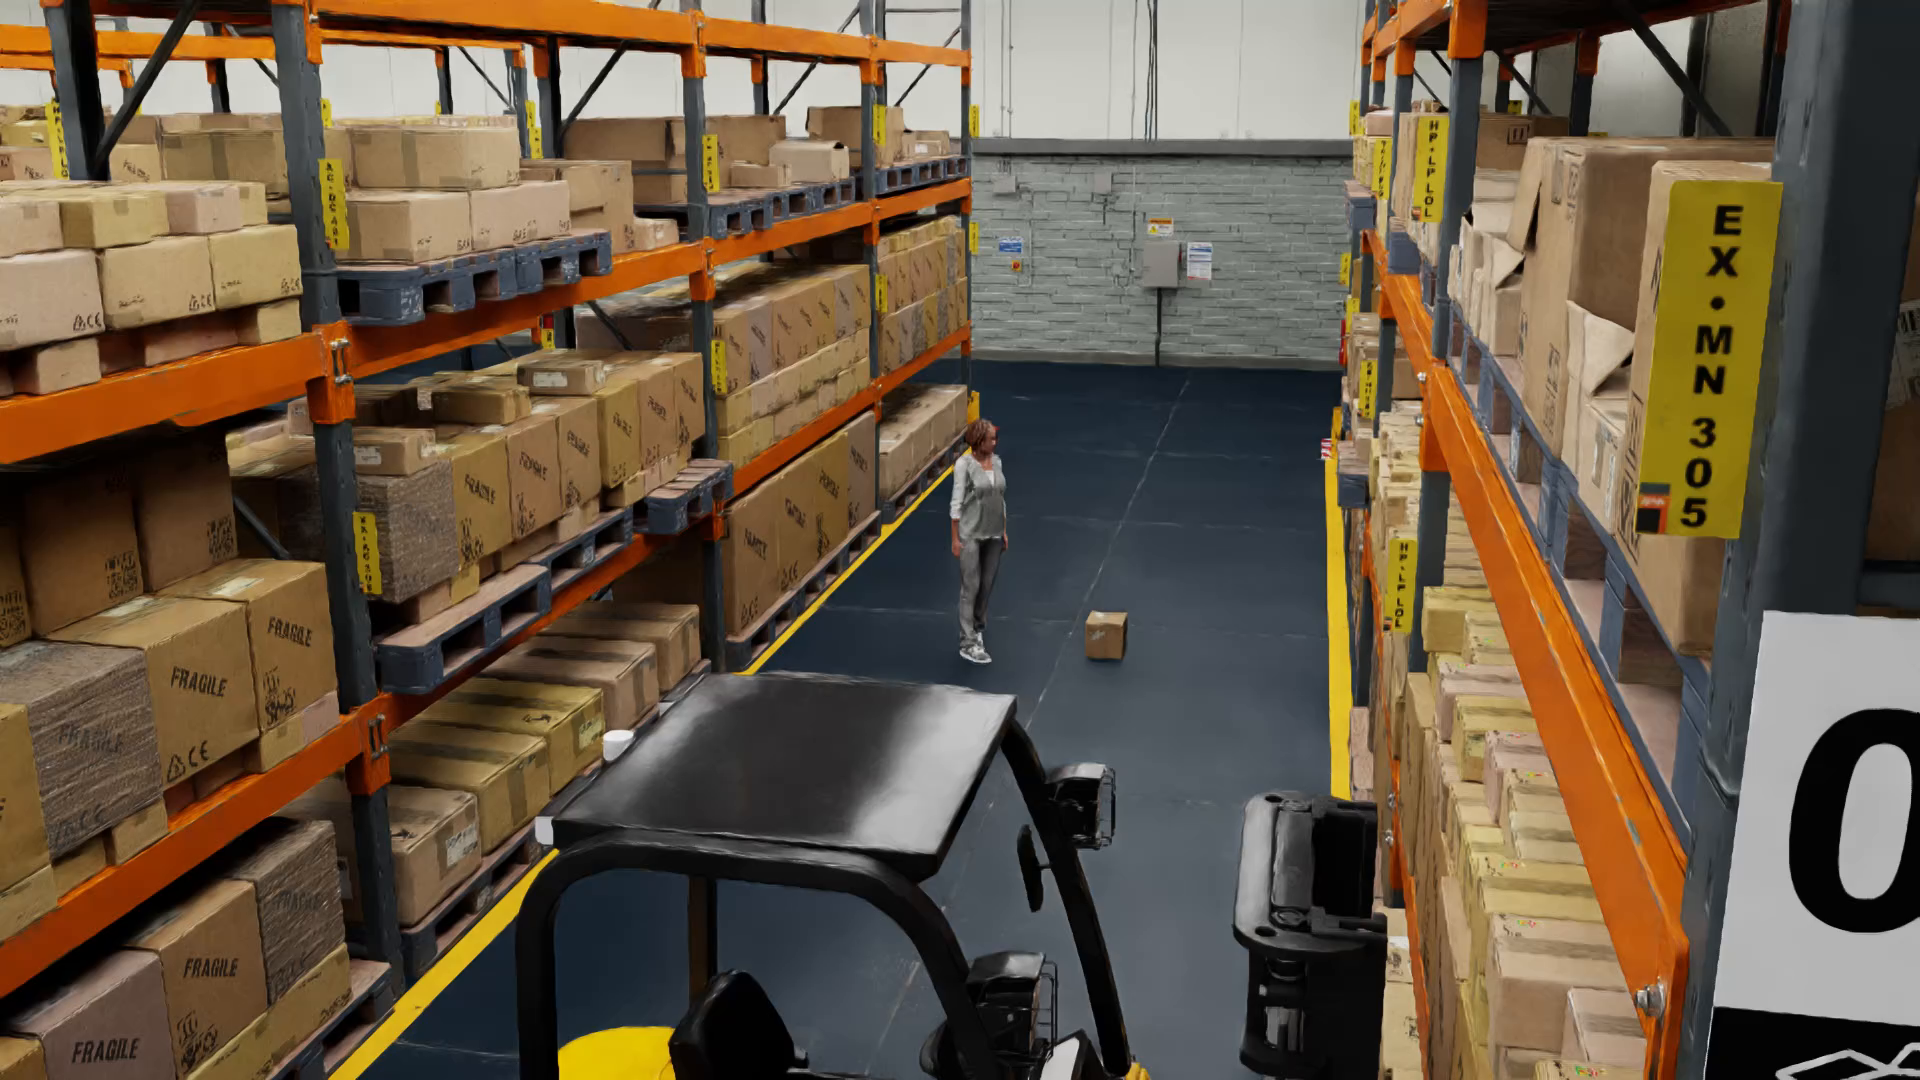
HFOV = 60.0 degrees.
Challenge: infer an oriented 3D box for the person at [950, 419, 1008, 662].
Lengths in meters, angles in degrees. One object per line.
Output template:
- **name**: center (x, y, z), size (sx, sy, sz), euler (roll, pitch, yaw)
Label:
- **person**: center (0.146, -0.011, 11.088), size (0.430, 1.607, 0.500), euler (-12, 19, -37)
